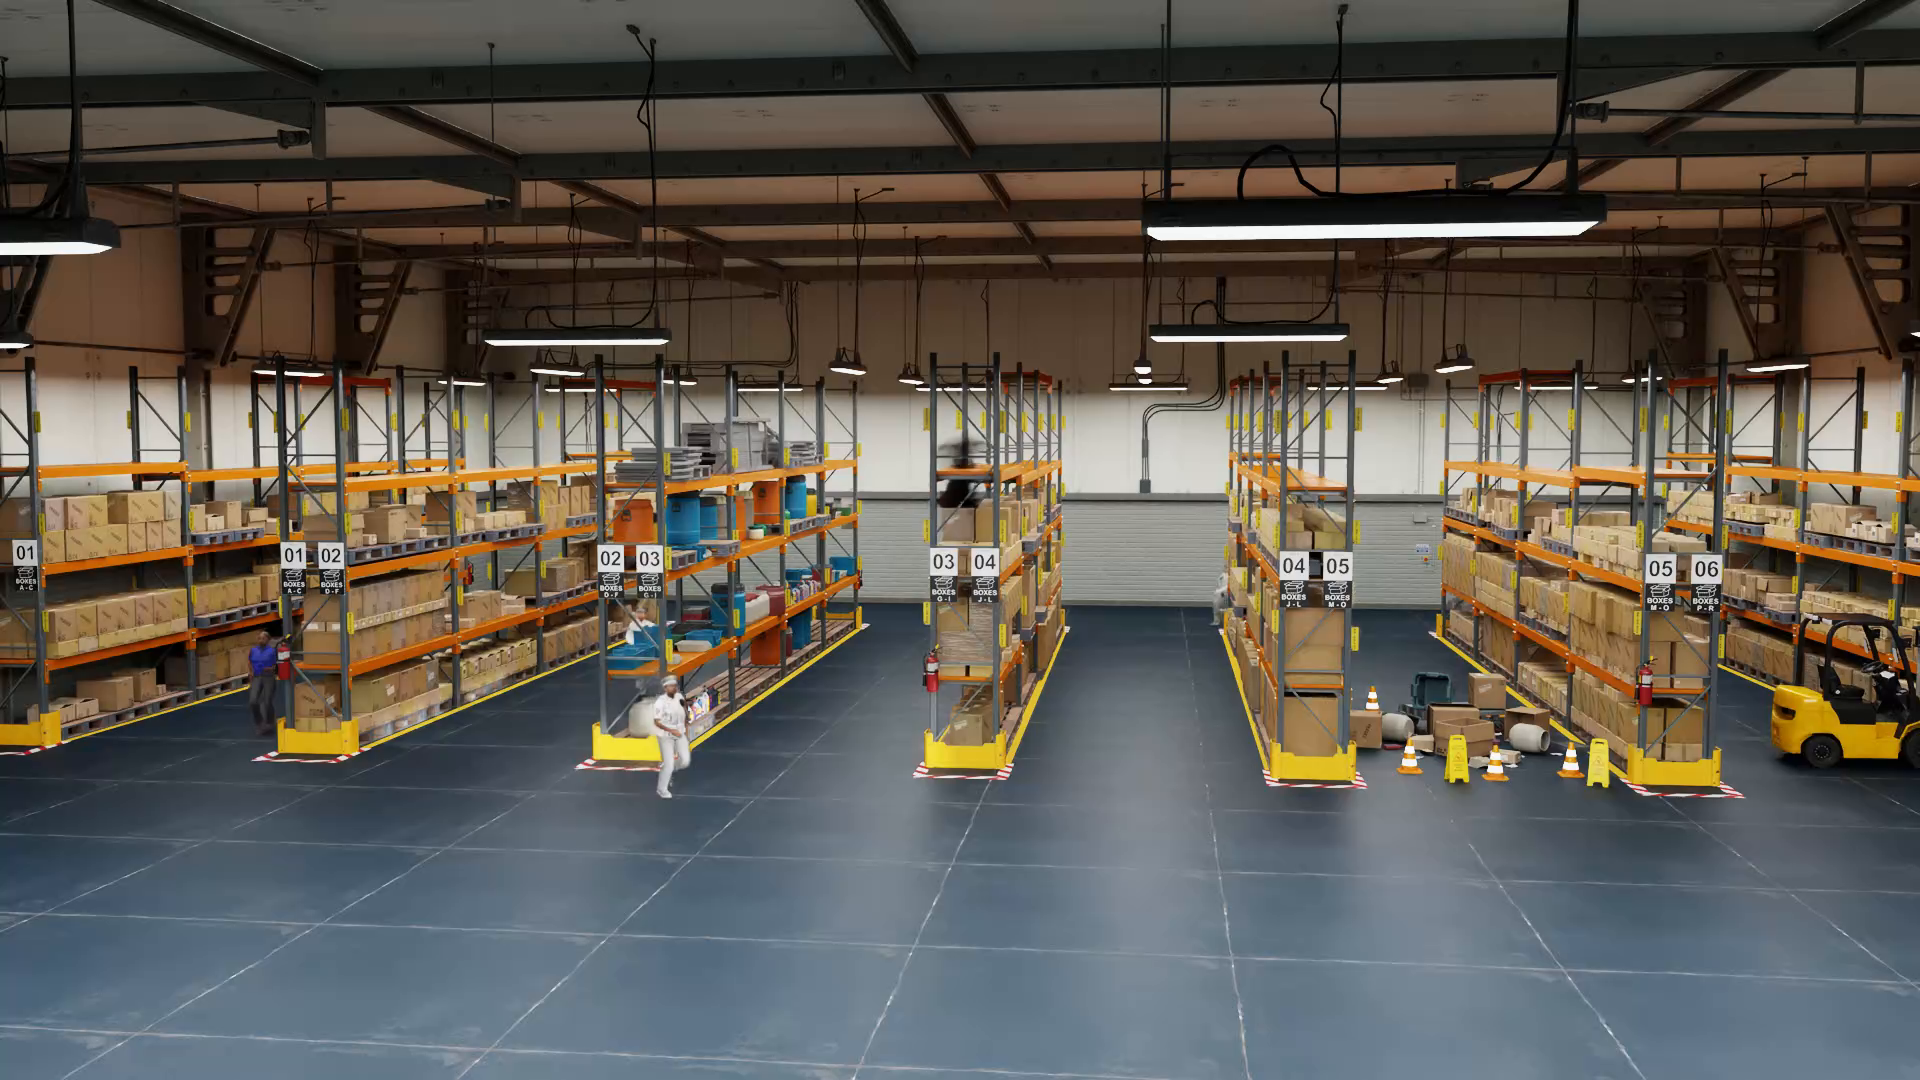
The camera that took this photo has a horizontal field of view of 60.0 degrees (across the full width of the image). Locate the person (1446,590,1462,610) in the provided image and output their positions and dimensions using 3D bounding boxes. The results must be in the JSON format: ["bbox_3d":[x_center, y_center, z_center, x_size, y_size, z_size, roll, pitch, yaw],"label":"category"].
[{"bbox_3d":[11.990,1.308,40.148,0.612,1.697,0.736,2,5,30],"label":"person"}]

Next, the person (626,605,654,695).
[{"bbox_3d":[-5.858,2.016,30.555,0.614,1.648,0.550,0,4,2],"label":"person"}]

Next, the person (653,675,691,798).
[{"bbox_3d":[-3.813,2.613,22.187,0.600,1.660,0.615,-4,5,-43],"label":"person"}]

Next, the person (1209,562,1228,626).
[{"bbox_3d":[6.394,1.334,40.663,0.631,1.632,0.704,1,4,11],"label":"person"}]

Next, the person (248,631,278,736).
[{"bbox_3d":[-11.180,2.304,26.671,0.549,1.680,0.702,-1,4,-9],"label":"person"}]
